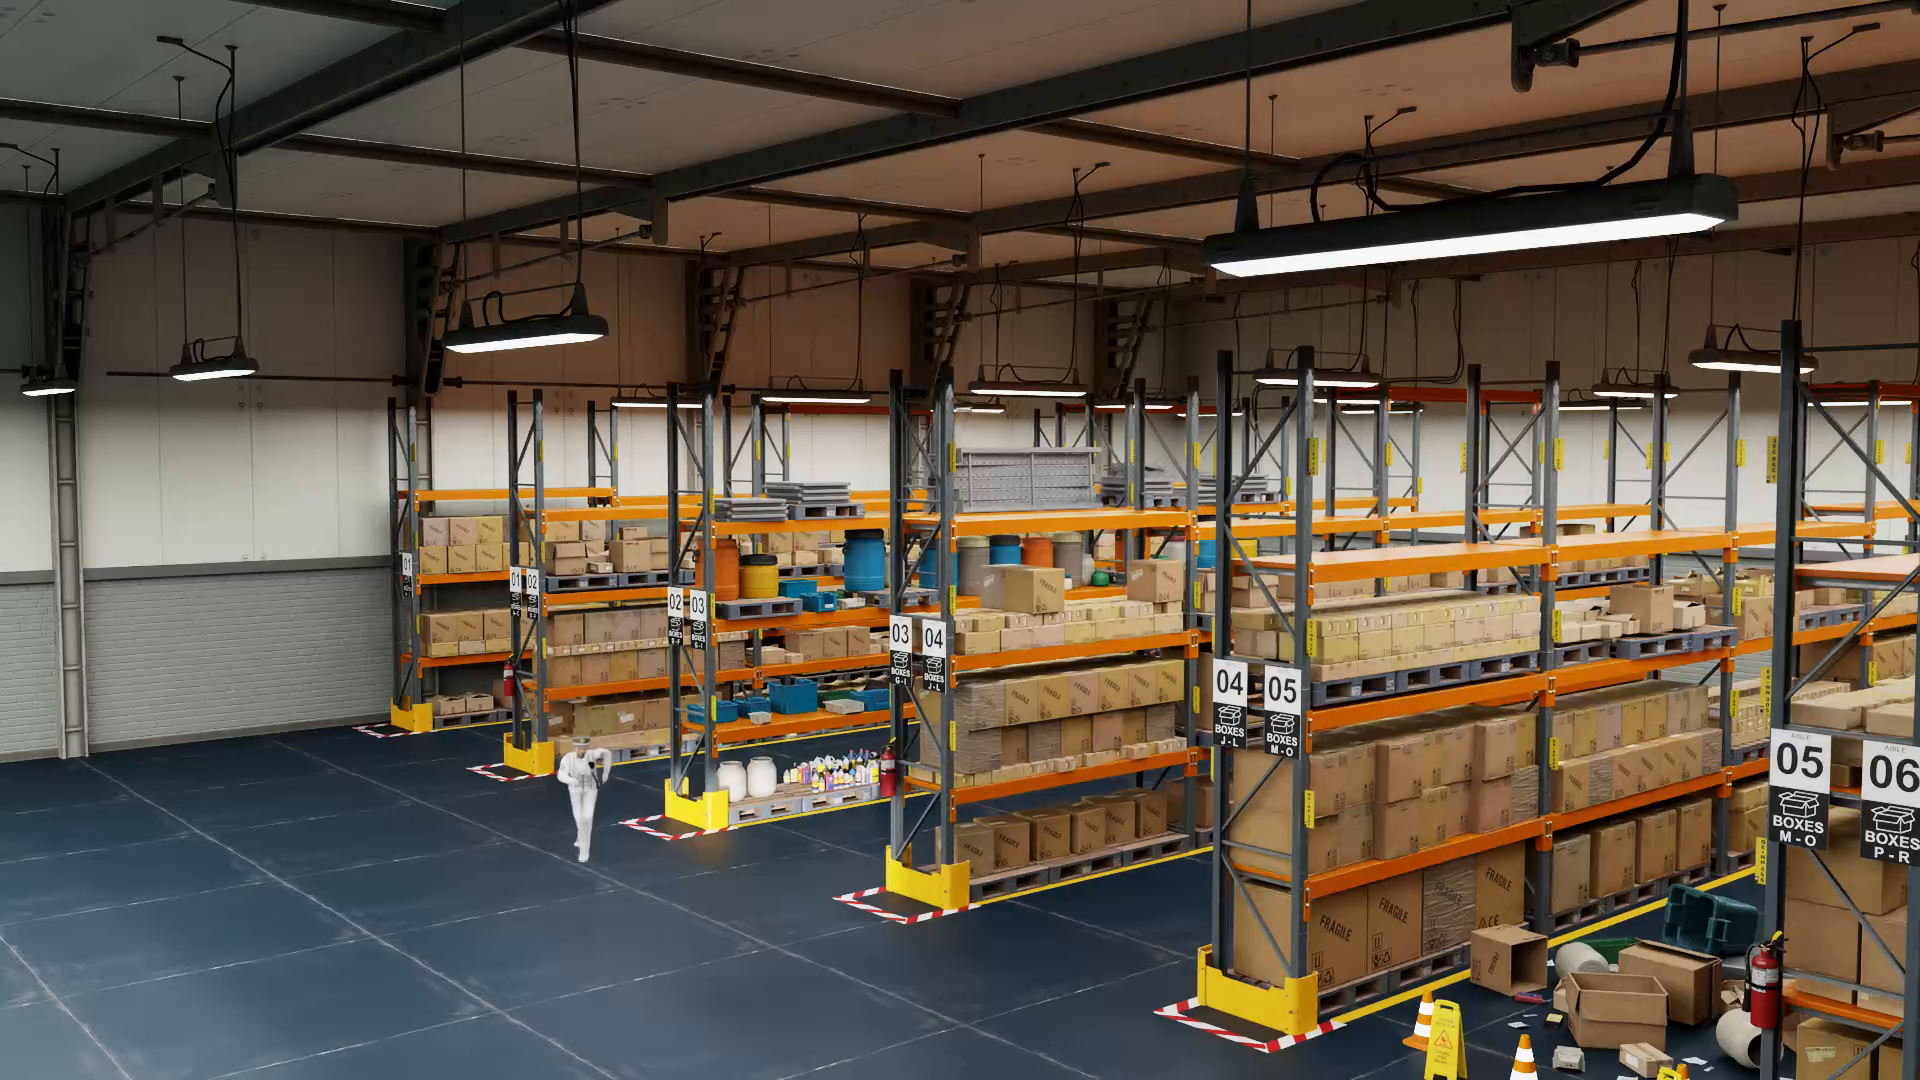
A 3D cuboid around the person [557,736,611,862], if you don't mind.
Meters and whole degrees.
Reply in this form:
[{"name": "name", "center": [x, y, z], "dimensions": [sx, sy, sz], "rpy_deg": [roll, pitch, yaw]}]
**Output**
[{"name": "person", "center": [-4.690, 3.189, 20.792], "dimensions": [0.651, 1.606, 0.953], "rpy_deg": [-1, 3, -11]}]
